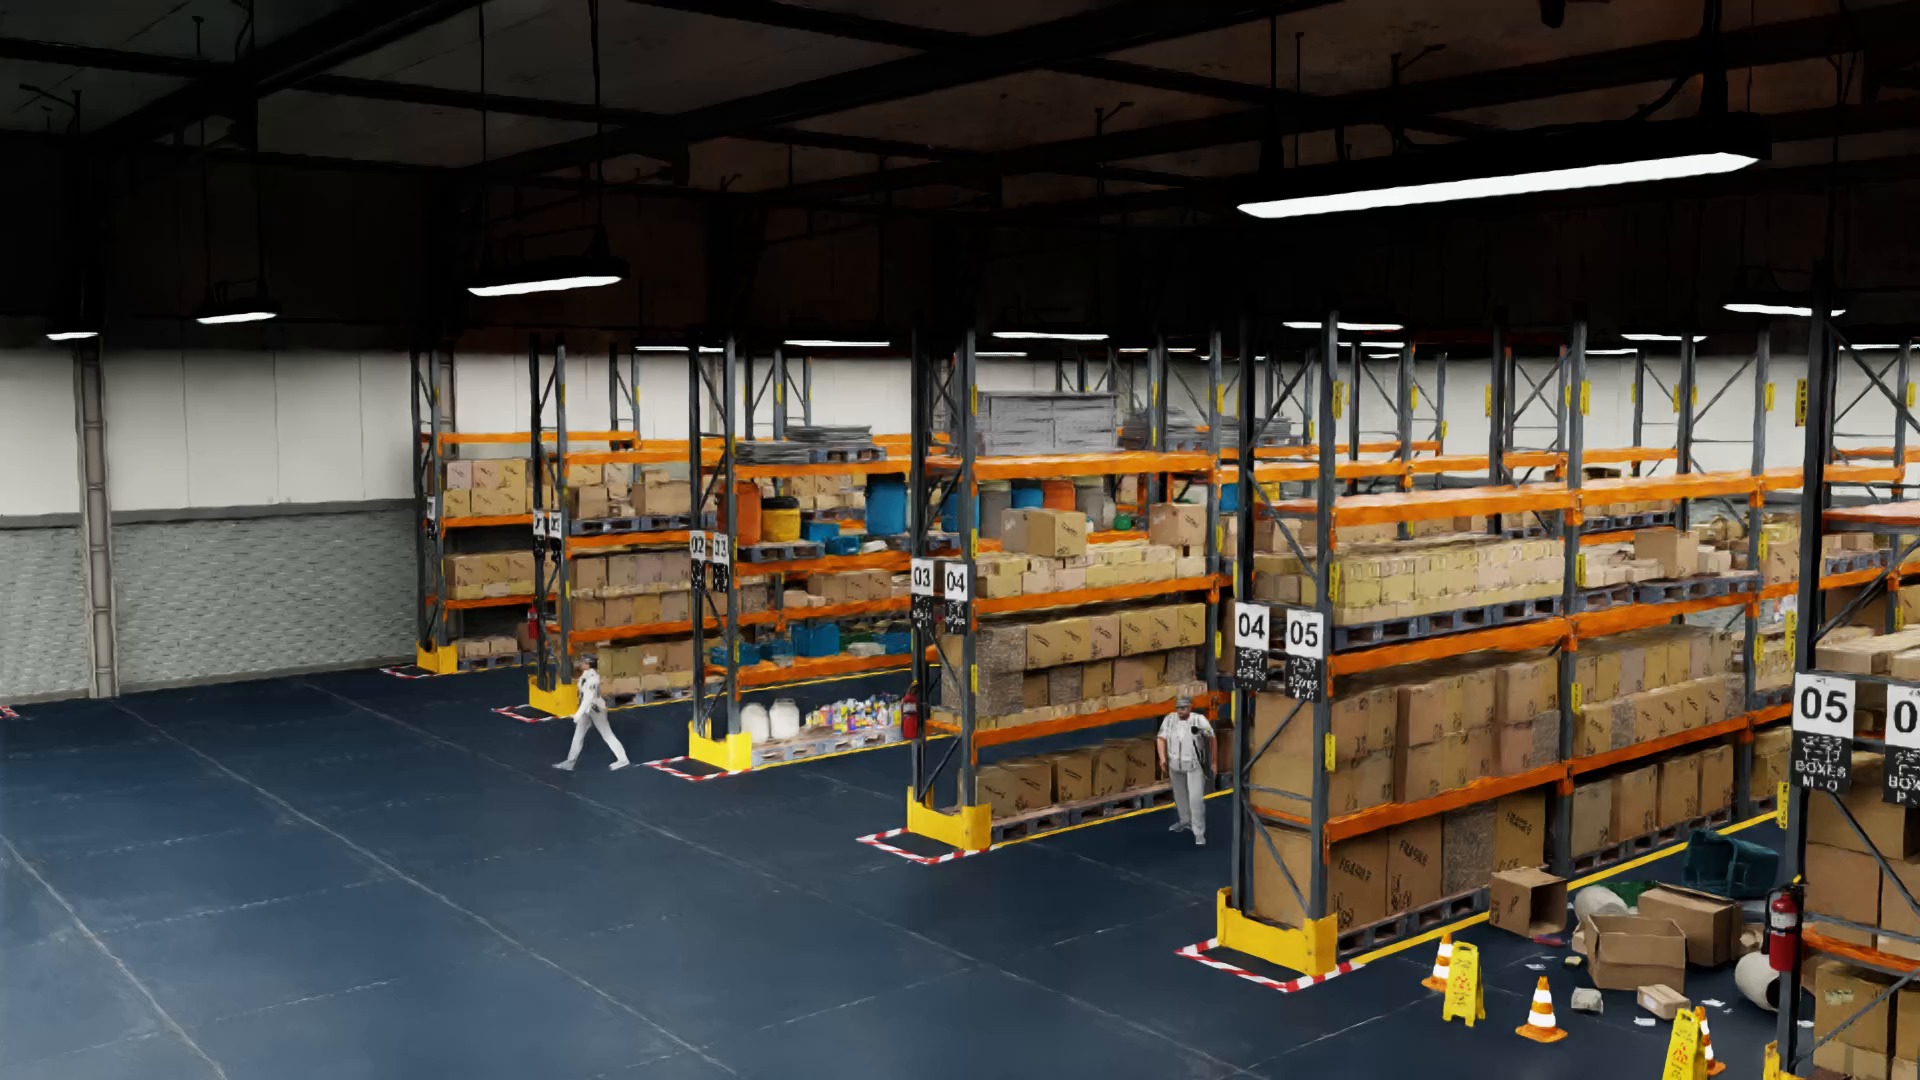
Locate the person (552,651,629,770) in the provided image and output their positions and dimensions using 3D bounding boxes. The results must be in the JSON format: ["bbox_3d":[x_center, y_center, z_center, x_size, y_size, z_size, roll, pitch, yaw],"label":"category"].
[{"bbox_3d":[-4.948,2.278,22.287,0.997,1.621,0.481,-3,6,-30],"label":"person"}]

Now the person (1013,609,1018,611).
[{"bbox_3d":[0.846,1.535,30.444,0.444,1.604,1.018,5,7,42],"label":"person"}]

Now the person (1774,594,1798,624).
[{"bbox_3d":[15.360,1.413,31.035,0.720,1.780,0.494,1,5,6],"label":"person"}]

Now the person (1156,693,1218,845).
[{"bbox_3d":[2.606,2.562,18.965,0.700,1.692,0.814,3,6,30],"label":"person"}]
